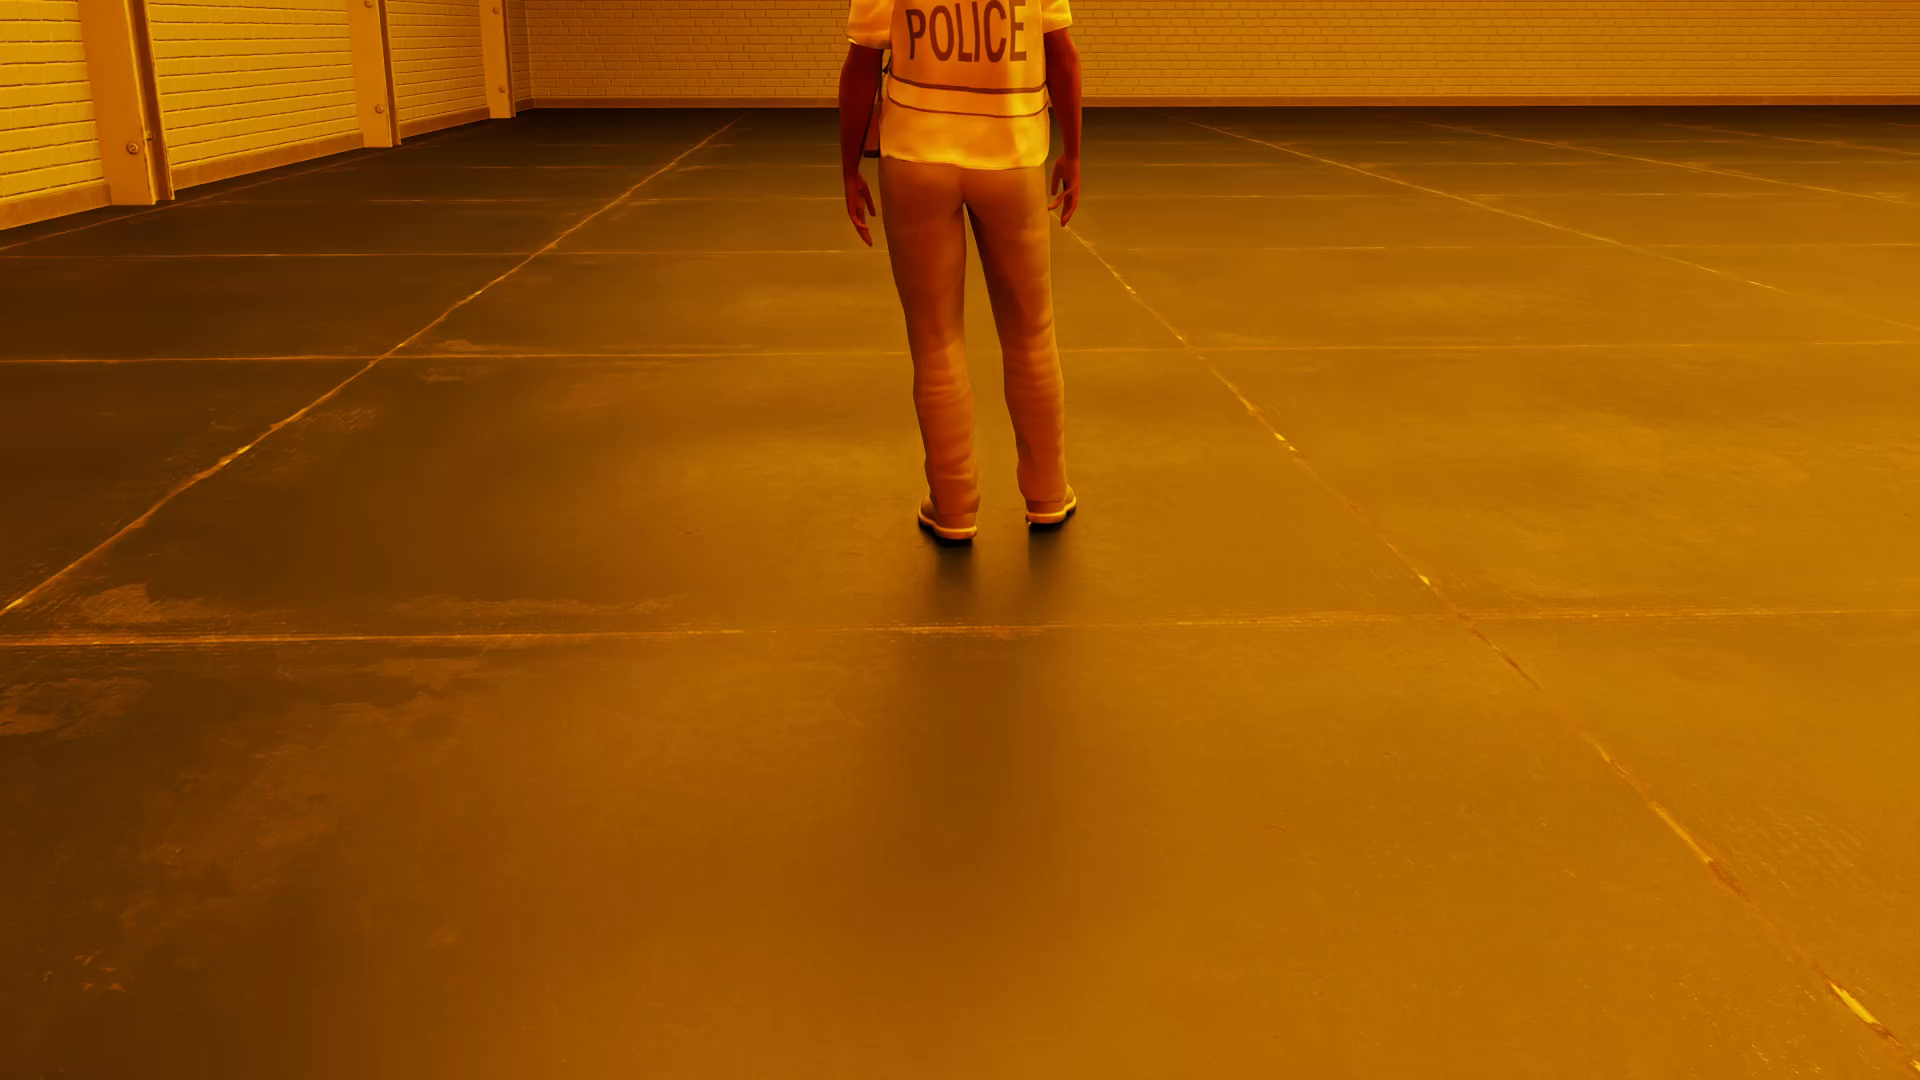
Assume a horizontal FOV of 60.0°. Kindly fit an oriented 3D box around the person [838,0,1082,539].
[{"bbox_3d":[0.016,-0.839,3.740,0.569,1.695,0.530,-1,17,-3],"label":"person"}]
